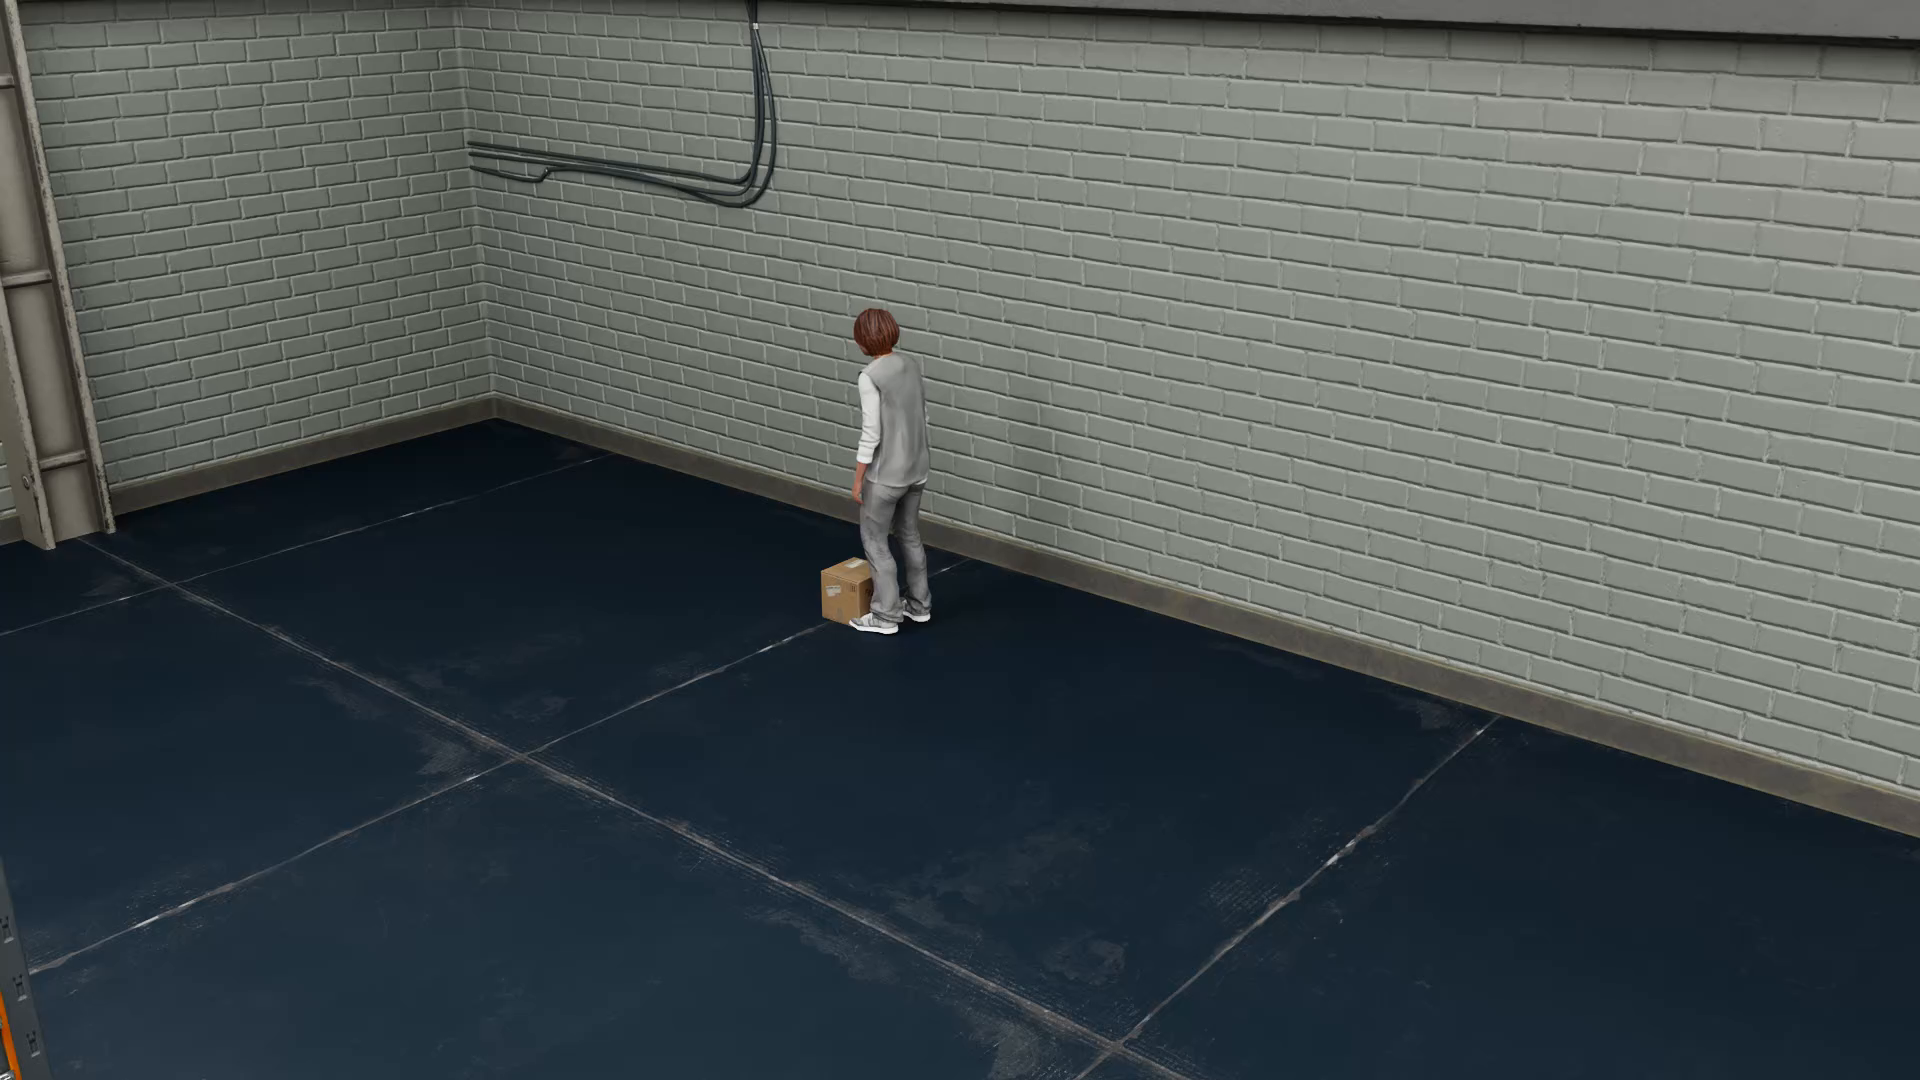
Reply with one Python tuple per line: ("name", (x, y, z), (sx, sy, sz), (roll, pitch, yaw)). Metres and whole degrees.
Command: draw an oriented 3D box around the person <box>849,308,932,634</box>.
("person", (-0.335, -0.317, 7.939), (0.367, 1.593, 0.477), (15, 25, 35))
